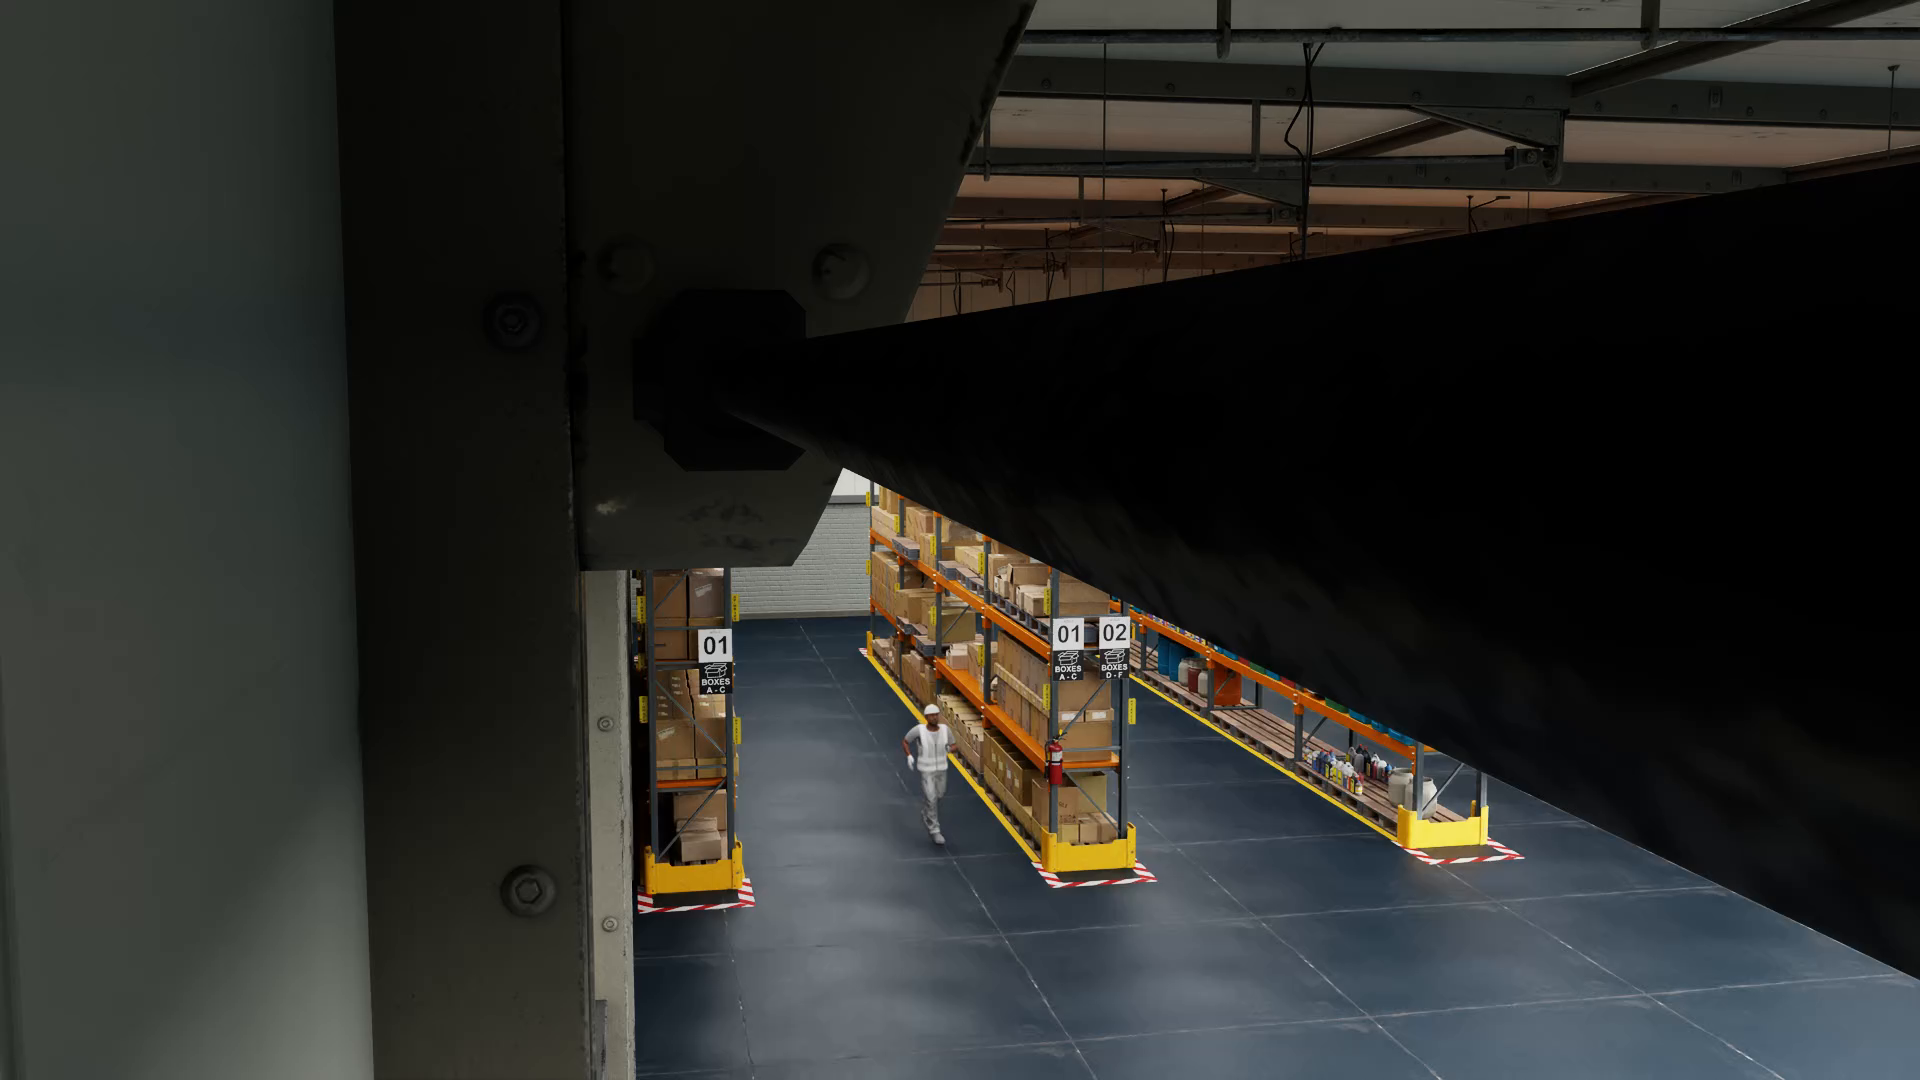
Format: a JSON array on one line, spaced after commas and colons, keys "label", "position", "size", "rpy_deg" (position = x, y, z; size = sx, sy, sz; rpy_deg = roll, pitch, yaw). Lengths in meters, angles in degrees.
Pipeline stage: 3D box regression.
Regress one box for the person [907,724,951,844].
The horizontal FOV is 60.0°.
[{"label": "person", "position": [-0.410, 3.222, 22.312], "size": [0.576, 1.507, 0.992], "rpy_deg": [-3, 7, -25]}]
